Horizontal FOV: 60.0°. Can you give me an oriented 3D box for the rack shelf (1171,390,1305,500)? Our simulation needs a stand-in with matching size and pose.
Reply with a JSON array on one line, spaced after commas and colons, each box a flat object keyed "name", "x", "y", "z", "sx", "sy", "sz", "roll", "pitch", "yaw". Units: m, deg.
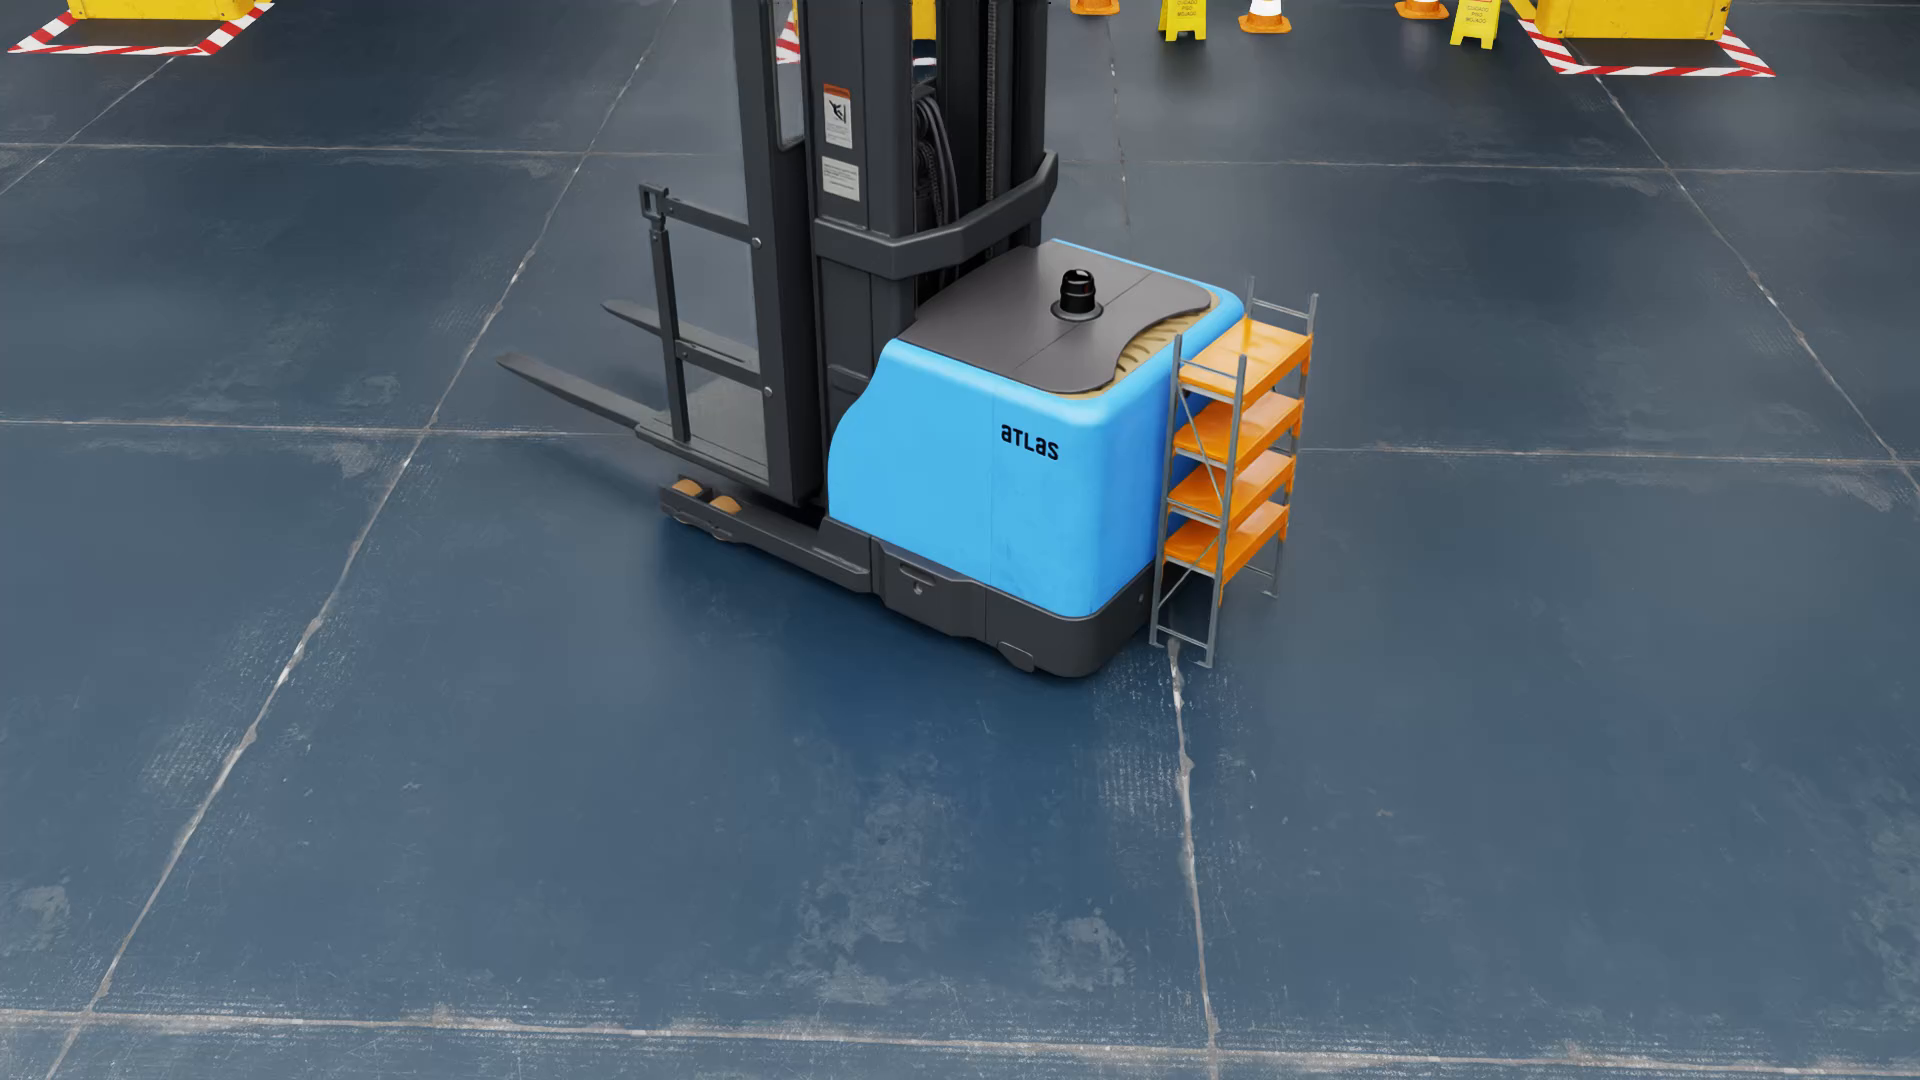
[{"name": "rack shelf", "x": 0.895, "y": -0.338, "z": 5.415, "sx": 0.258, "sy": 0.148, "sz": 0.480, "roll": 22, "pitch": 41, "yaw": 28}]

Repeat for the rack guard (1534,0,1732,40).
[{"name": "rack guard", "x": 4.443, "y": -3.600, "z": 10.937, "sx": 1.175, "sy": 0.500, "sz": 0.348, "roll": 1, "pitch": 35, "yaw": 2}]

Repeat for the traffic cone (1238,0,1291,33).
[{"name": "traffic cone", "x": 2.046, "y": -3.648, "z": 11.038, "sx": 0.336, "sy": 0.463, "sz": 0.334, "roll": 1, "pitch": 35, "yaw": 2}]

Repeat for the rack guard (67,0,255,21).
[{"name": "rack guard", "x": -5.459, "y": -3.829, "z": 11.263, "sx": 1.175, "sy": 0.500, "sz": 0.348, "roll": 1, "pitch": 35, "yaw": 2}]

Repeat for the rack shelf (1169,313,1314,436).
[{"name": "rack shelf", "x": 0.895, "y": -0.531, "z": 5.279, "sx": 0.258, "sy": 0.148, "sz": 0.480, "roll": 22, "pitch": 41, "yaw": 28}]

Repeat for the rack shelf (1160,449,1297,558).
[{"name": "rack shelf", "x": 0.895, "y": -0.155, "z": 5.543, "sx": 0.258, "sy": 0.148, "sz": 0.480, "roll": 22, "pitch": 41, "yaw": 28}]

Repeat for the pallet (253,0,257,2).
[{"name": "pallet", "x": -5.391, "y": -4.176, "z": 12.009, "sx": 1.003, "sy": 0.211, "sz": 1.213, "roll": 1, "pitch": 35, "yaw": 2}]

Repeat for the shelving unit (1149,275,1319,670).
[{"name": "shelving unit", "x": 0.895, "y": -0.210, "z": 5.505, "sx": 0.258, "sy": 1.200, "sz": 0.503, "roll": 22, "pitch": 41, "yaw": 28}]

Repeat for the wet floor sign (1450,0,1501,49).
[{"name": "wet floor sign", "x": 3.363, "y": -3.531, "z": 10.713, "sx": 0.267, "sy": 0.644, "sz": 0.232, "roll": 13, "pitch": 37, "yaw": 18}]

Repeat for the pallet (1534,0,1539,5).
[{"name": "pallet", "x": 4.511, "y": -3.947, "z": 11.683, "sx": 1.003, "sy": 0.211, "sz": 1.213, "roll": 1, "pitch": 35, "yaw": 2}]

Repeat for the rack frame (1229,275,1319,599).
[{"name": "rack frame", "x": 1.037, "y": -0.324, "z": 5.667, "sx": 0.240, "sy": 1.200, "sz": 0.015, "roll": 22, "pitch": 41, "yaw": 28}]

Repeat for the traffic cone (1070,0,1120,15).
[{"name": "traffic cone", "x": 0.930, "y": -3.869, "z": 11.353, "sx": 0.336, "sy": 0.463, "sz": 0.334, "roll": 1, "pitch": 35, "yaw": 2}]

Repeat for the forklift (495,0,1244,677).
[{"name": "forklift", "x": -0.523, "y": -1.418, "z": 5.719, "sx": 3.031, "sy": 2.935, "sz": 1.130, "roll": 23, "pitch": 41, "yaw": 29}]

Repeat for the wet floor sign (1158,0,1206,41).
[{"name": "wet floor sign", "x": 1.467, "y": -3.609, "z": 10.825, "sx": 0.267, "sy": 0.644, "sz": 0.232, "roll": -4, "pitch": 35, "yaw": -6}]

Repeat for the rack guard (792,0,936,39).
[{"name": "rack guard", "x": -0.511, "y": -3.599, "z": 10.936, "sx": 1.175, "sy": 0.500, "sz": 0.348, "roll": 1, "pitch": 35, "yaw": 2}]

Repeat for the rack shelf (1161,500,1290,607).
[{"name": "rack shelf", "x": 0.895, "y": 0.008, "z": 5.658, "sx": 0.258, "sy": 0.148, "sz": 0.480, "roll": 22, "pitch": 41, "yaw": 28}]

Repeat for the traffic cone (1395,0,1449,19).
[{"name": "traffic cone", "x": 3.169, "y": -3.818, "z": 11.280, "sx": 0.336, "sy": 0.463, "sz": 0.334, "roll": 1, "pitch": 35, "yaw": 2}]

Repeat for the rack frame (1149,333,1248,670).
[{"name": "rack frame", "x": 0.753, "y": -0.095, "z": 5.342, "sx": 0.240, "sy": 1.200, "sz": 0.015, "roll": 22, "pitch": 41, "yaw": 28}]
